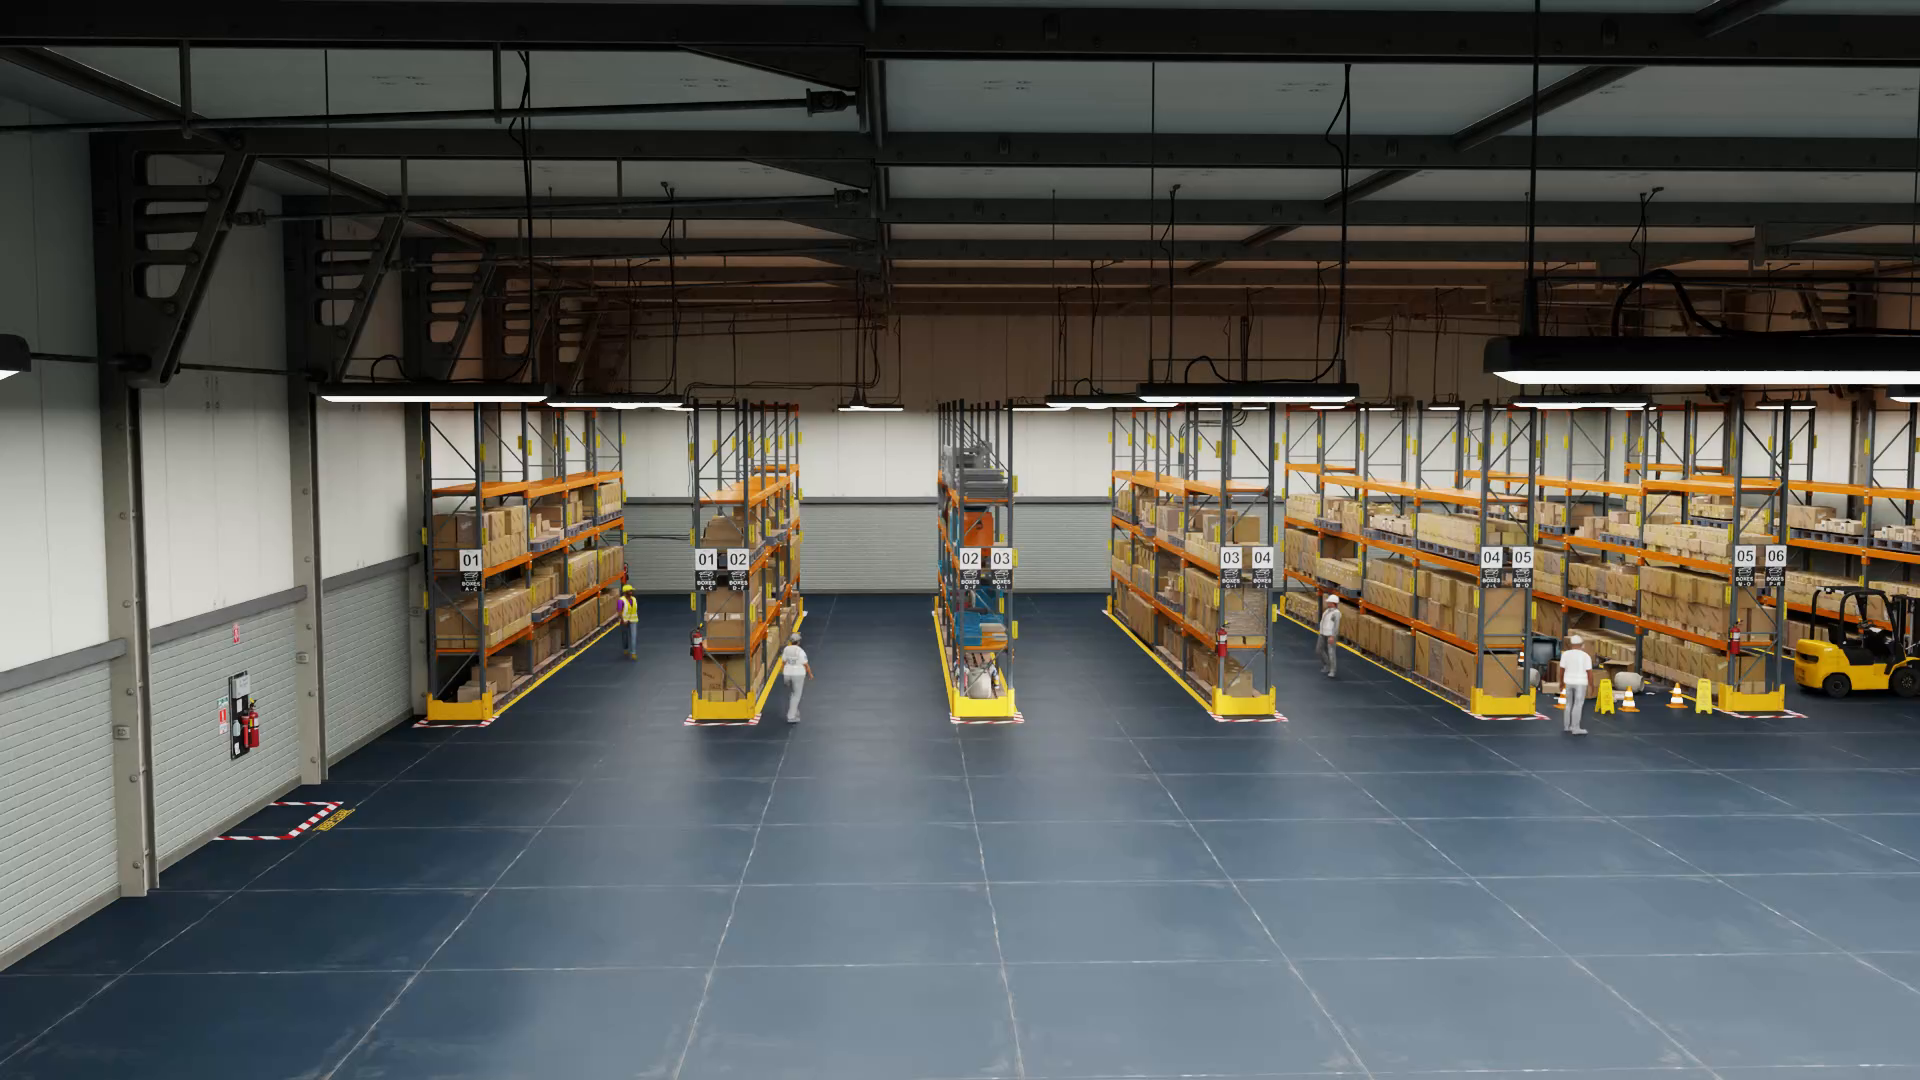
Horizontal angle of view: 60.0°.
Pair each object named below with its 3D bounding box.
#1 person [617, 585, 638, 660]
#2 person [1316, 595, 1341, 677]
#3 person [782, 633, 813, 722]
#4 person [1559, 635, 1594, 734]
[{"bbox_3d":[-7.759,1.909,38.838,0.481,1.721,1.053,-1,4,-10],"label":"person"},{"bbox_3d":[8.069,2.078,36.328,0.428,1.770,0.626,-2,5,-27],"label":"person"},{"bbox_3d":[-3.046,2.575,30.871,0.507,1.719,0.578,3,5,32],"label":"person"},{"bbox_3d":[11.085,2.589,29.790,0.479,1.786,0.623,-4,6,-40],"label":"person"}]
